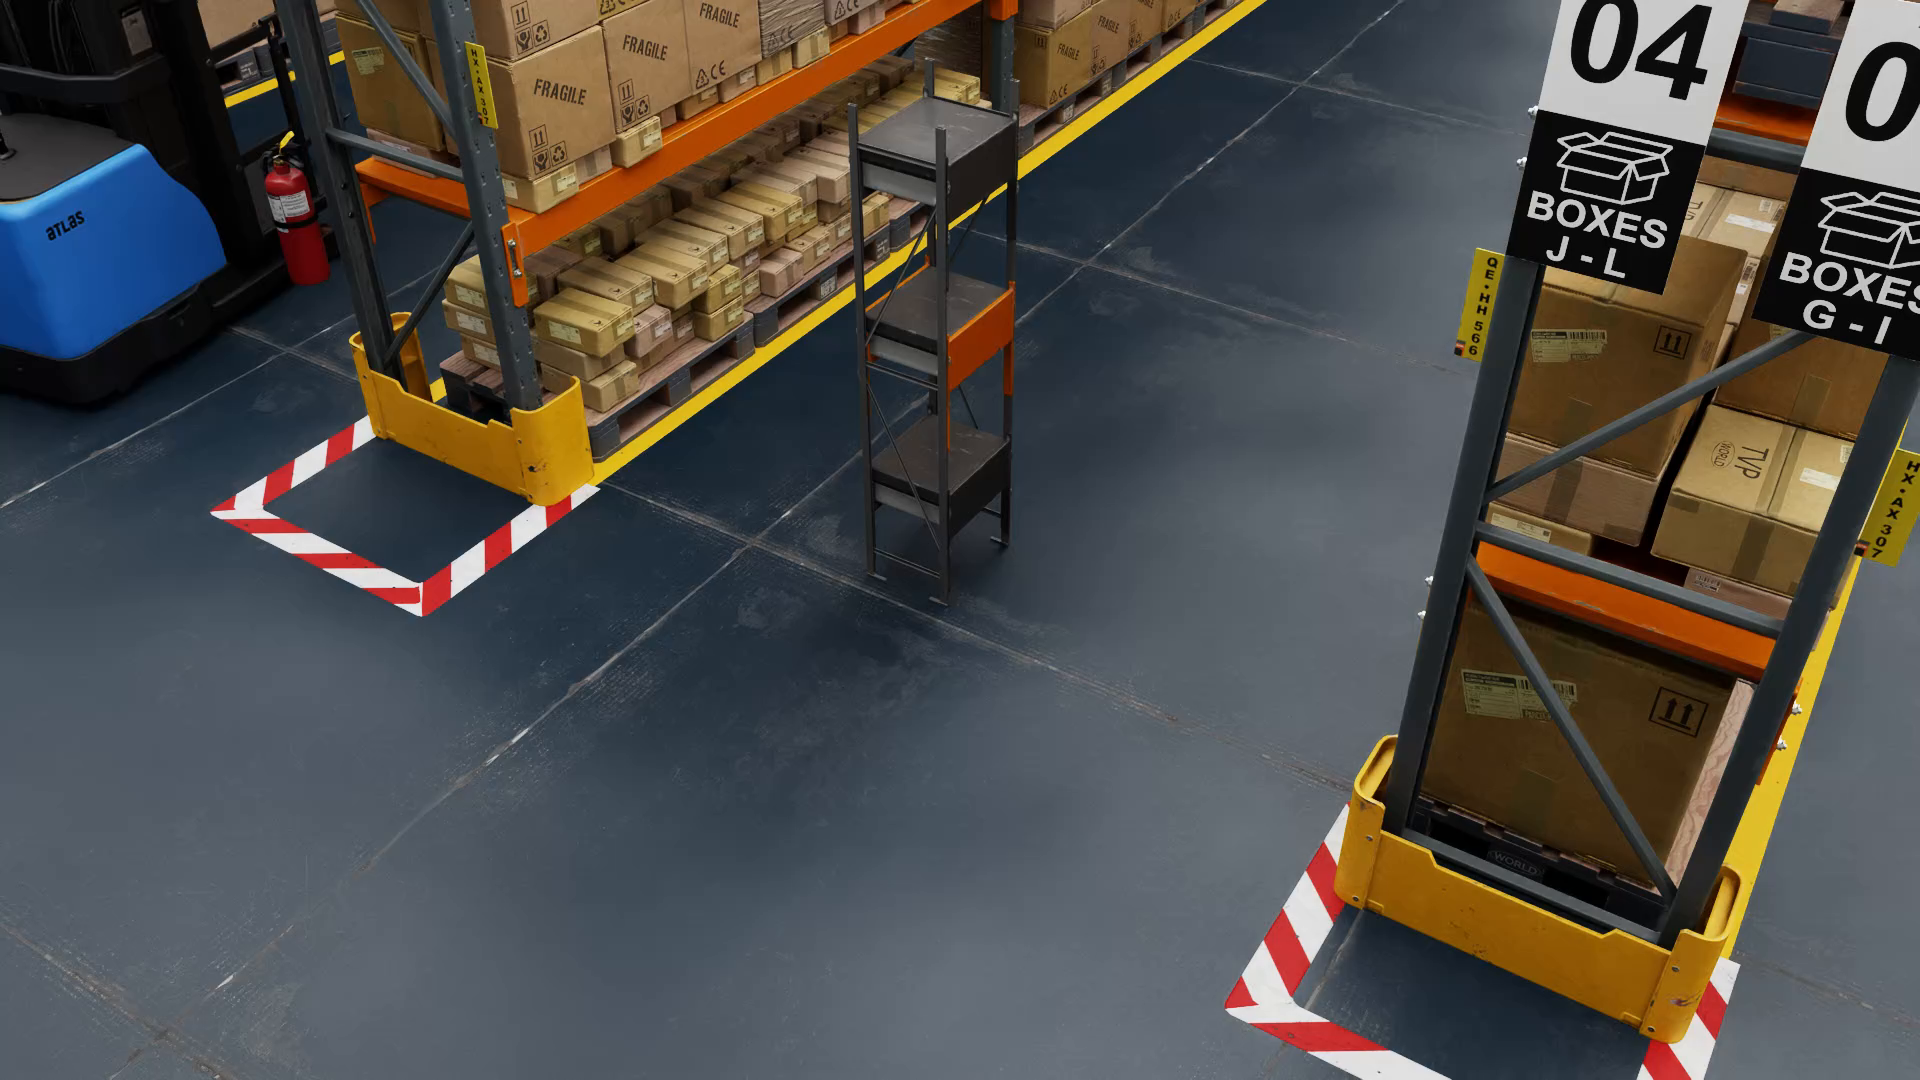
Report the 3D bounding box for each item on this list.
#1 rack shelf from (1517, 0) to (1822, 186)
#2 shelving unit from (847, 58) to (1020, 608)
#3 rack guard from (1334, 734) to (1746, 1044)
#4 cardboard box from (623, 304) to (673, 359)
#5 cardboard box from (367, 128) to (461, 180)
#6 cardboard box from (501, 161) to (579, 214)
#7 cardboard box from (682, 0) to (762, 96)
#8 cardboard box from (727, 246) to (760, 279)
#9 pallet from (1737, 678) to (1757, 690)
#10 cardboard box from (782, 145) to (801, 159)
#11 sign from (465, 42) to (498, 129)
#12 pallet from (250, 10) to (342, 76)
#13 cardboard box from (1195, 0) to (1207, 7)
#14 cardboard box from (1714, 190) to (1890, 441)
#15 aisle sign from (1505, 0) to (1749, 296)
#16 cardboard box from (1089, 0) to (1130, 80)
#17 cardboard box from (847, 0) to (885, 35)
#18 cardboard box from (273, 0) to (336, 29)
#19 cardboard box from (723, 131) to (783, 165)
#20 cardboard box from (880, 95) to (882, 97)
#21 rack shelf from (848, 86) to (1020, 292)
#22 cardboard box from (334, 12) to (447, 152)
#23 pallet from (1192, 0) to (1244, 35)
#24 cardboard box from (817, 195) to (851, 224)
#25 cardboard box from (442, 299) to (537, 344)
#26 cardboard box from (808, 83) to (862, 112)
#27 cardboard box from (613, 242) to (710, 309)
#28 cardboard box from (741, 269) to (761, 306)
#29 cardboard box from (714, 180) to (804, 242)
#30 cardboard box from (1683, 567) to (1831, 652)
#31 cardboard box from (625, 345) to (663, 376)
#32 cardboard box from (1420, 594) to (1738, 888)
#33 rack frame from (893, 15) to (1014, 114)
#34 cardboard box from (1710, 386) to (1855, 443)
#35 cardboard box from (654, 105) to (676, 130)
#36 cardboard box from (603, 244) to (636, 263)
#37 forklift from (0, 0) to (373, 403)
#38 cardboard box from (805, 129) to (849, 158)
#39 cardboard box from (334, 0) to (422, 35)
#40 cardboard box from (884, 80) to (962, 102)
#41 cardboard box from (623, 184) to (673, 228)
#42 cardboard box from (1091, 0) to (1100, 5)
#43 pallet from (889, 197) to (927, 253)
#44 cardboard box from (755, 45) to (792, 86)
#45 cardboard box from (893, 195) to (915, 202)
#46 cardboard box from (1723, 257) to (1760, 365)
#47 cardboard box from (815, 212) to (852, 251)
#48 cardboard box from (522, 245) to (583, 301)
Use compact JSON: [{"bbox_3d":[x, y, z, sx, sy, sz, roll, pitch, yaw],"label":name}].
[{"bbox_3d":[2.925,-1.822,5.289,1.077,0.370,4.000,21,42,25],"label":"rack shelf"},{"bbox_3d":[-0.089,-0.746,6.498,0.431,2.100,0.503,21,42,25],"label":"shelving unit"},{"bbox_3d":[1.841,1.115,5.394,1.175,0.500,0.348,21,42,25],"label":"rack guard"},{"bbox_3d":[-1.588,-1.026,7.871,0.380,0.149,0.250,21,42,25],"label":"cardboard box"},{"bbox_3d":[-2.344,-1.723,7.234,0.380,0.149,0.250,21,42,25],"label":"cardboard box"},{"bbox_3d":[-1.830,-1.522,6.974,0.380,0.149,0.250,21,42,25],"label":"cardboard box"},{"bbox_3d":[-1.268,-2.393,7.572,0.500,0.500,0.500,22,43,26],"label":"cardboard box"},{"bbox_3d":[-1.241,-1.446,8.416,0.380,0.149,0.250,19,42,23],"label":"cardboard box"},{"bbox_3d":[2.871,0.153,6.879,1.003,0.211,1.213,21,42,25],"label":"pallet"},{"bbox_3d":[-1.076,-2.127,9.300,0.380,0.149,0.250,23,43,27],"label":"cardboard box"},{"bbox_3d":[-1.822,-1.727,6.325,0.100,0.325,0.005,21,42,25],"label":"sign"},{"bbox_3d":[-4.844,-3.720,11.903,1.003,0.211,1.213,21,42,25],"label":"pallet"},{"bbox_3d":[1.593,-4.171,11.908,0.500,0.500,0.500,23,43,27],"label":"cardboard box"},{"bbox_3d":[2.607,-0.660,4.914,0.500,0.500,0.500,20,42,24],"label":"cardboard box"},{"bbox_3d":[1.562,-0.978,3.933,0.394,0.787,0.004,21,42,25],"label":"aisle sign"},{"bbox_3d":[0.765,-3.368,10.865,0.500,0.500,0.500,23,43,27],"label":"cardboard box"},{"bbox_3d":[-0.611,-2.739,8.553,0.380,0.149,0.250,19,42,23],"label":"cardboard box"},{"bbox_3d":[-4.798,-4.054,11.807,0.875,0.438,0.875,21,42,24],"label":"cardboard box"},{"bbox_3d":[-1.190,-2.104,9.026,0.380,0.149,0.250,19,42,23],"label":"cardboard box"},{"bbox_3d":[-0.601,-2.697,10.039,0.380,0.149,0.250,23,43,27],"label":"cardboard box"},{"bbox_3d":[-0.089,-1.290,6.079,0.431,0.518,0.480,21,42,25],"label":"rack shelf"},{"bbox_3d":[-2.257,-2.035,7.108,0.500,0.500,0.500,22,43,26],"label":"cardboard box"},{"bbox_3d":[1.586,-4.179,12.499,1.003,0.211,1.213,21,42,25],"label":"pallet"},{"bbox_3d":[-0.798,-1.859,8.952,0.380,0.149,0.250,19,42,23],"label":"cardboard box"},{"bbox_3d":[-2.238,-1.083,7.945,0.380,0.149,0.250,20,42,24],"label":"cardboard box"},{"bbox_3d":[-0.788,-2.518,9.563,0.380,0.149,0.250,21,42,25],"label":"cardboard box"},{"bbox_3d":[-1.423,-1.263,7.936,0.380,0.149,0.250,21,42,25],"label":"cardboard box"},{"bbox_3d":[-1.245,-1.315,8.490,0.380,0.149,0.250,21,42,25],"label":"cardboard box"},{"bbox_3d":[-1.024,-1.679,8.475,0.380,0.149,0.250,22,43,26],"label":"cardboard box"},{"bbox_3d":[2.323,0.137,4.821,0.380,0.149,0.250,22,43,26],"label":"cardboard box"},{"bbox_3d":[-1.658,-0.926,7.986,0.380,0.149,0.250,21,42,25],"label":"cardboard box"},{"bbox_3d":[2.129,0.432,5.630,0.875,0.875,0.875,21,42,25],"label":"cardboard box"},{"bbox_3d":[-0.137,-3.624,9.494,1.000,3.000,0.127,21,42,25],"label":"rack frame"},{"bbox_3d":[2.612,-0.375,5.159,0.500,0.250,0.500,21,42,25],"label":"cardboard box"},{"bbox_3d":[-1.516,-1.967,7.550,0.380,0.149,0.250,23,43,27],"label":"cardboard box"},{"bbox_3d":[-1.730,-1.456,8.429,0.380,0.149,0.250,21,42,25],"label":"cardboard box"},{"bbox_3d":[-4.093,-2.717,8.373,1.130,2.935,3.031,14,40,17],"label":"forklift"},{"bbox_3d":[-0.611,-2.075,8.989,0.380,0.149,0.250,19,42,23],"label":"cardboard box"},{"bbox_3d":[-2.245,-2.433,6.804,0.500,0.500,0.500,20,42,24],"label":"cardboard box"},{"bbox_3d":[-0.211,-2.484,9.519,0.380,0.149,0.250,22,43,26],"label":"cardboard box"},{"bbox_3d":[-1.707,-1.746,8.562,0.380,0.149,0.250,23,43,27],"label":"cardboard box"},{"bbox_3d":[0.765,-3.667,10.640,0.500,0.250,0.500,22,43,26],"label":"cardboard box"},{"bbox_3d":[-0.467,-2.162,9.882,1.003,0.211,1.213,21,42,25],"label":"pallet"},{"bbox_3d":[-1.037,-2.343,8.038,0.380,0.149,0.250,23,43,27],"label":"cardboard box"},{"bbox_3d":[-0.356,-2.084,9.487,0.380,0.149,0.250,20,42,24],"label":"cardboard box"},{"bbox_3d":[2.434,-0.806,5.718,0.500,0.250,0.500,20,42,24],"label":"cardboard box"},{"bbox_3d":[-0.810,-1.702,8.992,0.380,0.149,0.250,22,43,26],"label":"cardboard box"},{"bbox_3d":[-2.027,-1.301,7.985,0.380,0.149,0.250,22,43,26],"label":"cardboard box"}]
